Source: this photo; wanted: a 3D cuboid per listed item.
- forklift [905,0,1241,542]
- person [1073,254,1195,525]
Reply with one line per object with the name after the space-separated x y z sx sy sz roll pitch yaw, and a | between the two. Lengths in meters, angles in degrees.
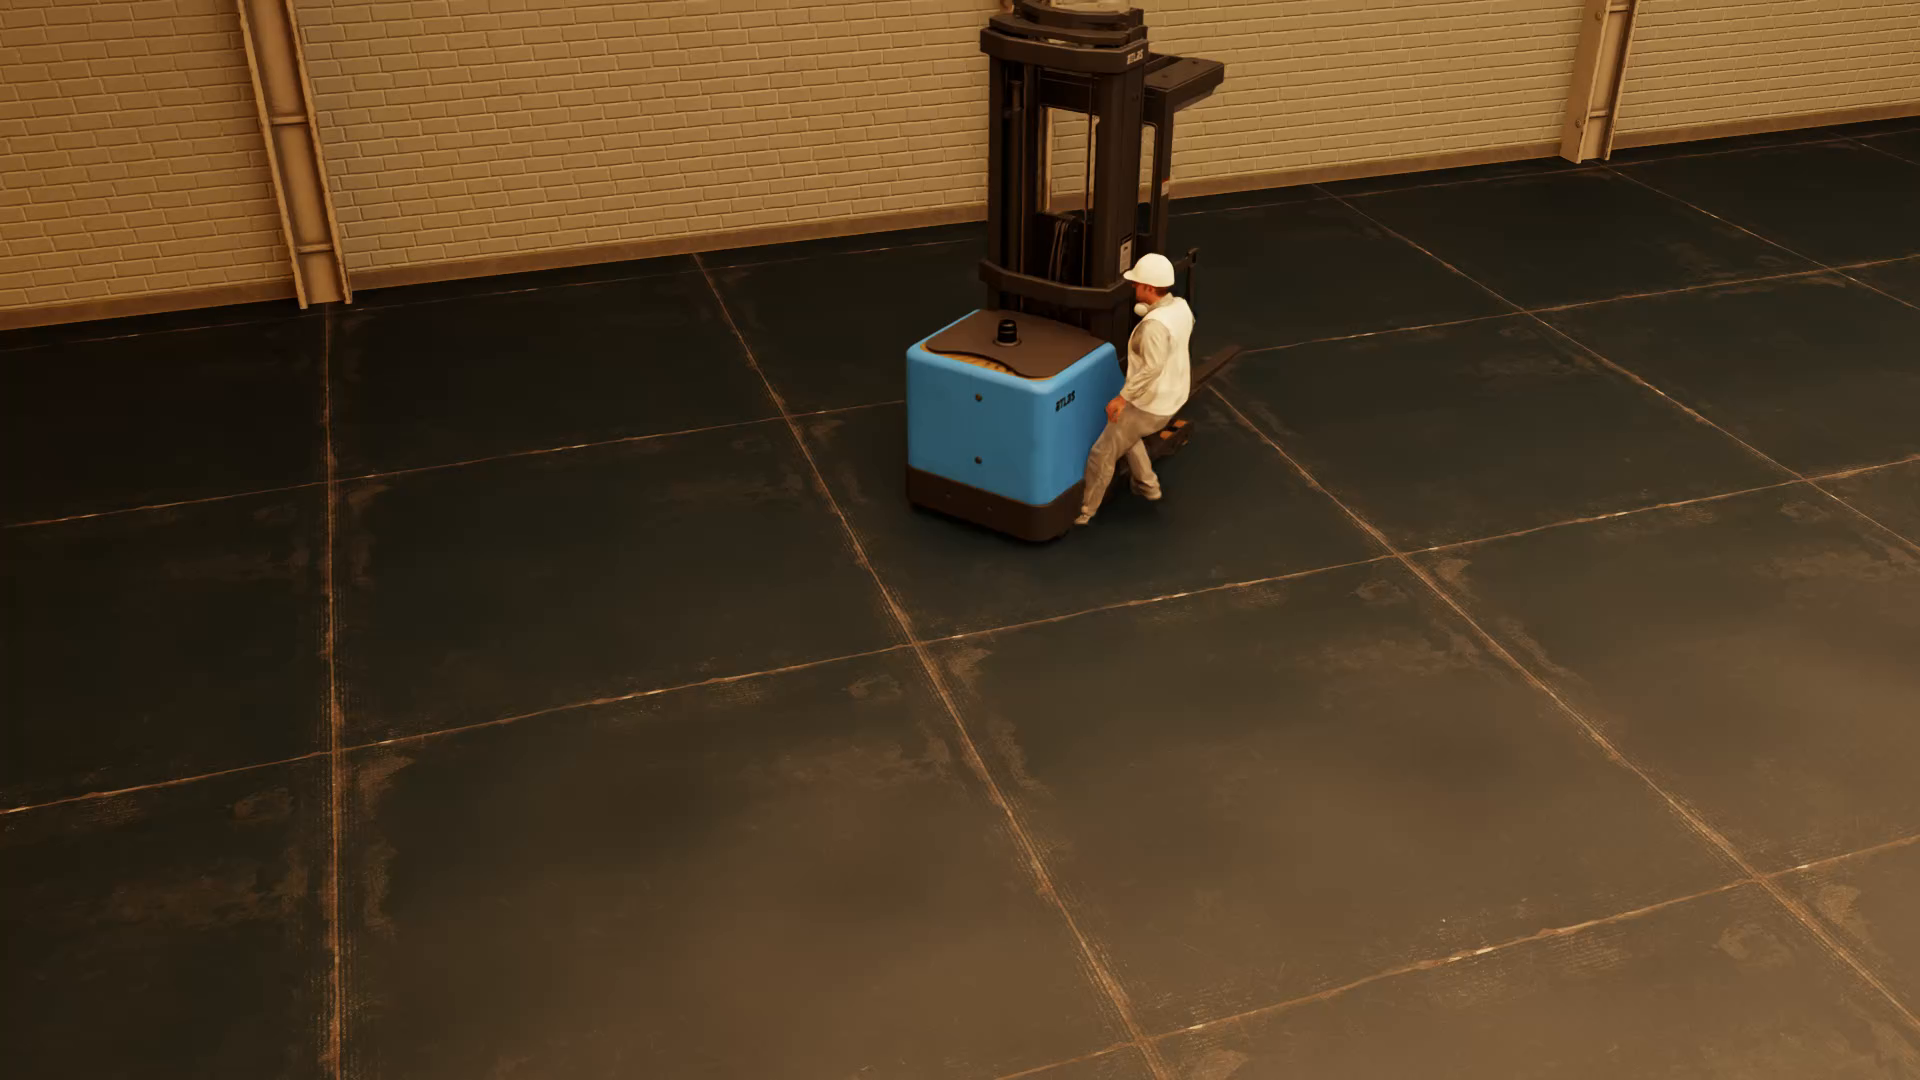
0.906 -1.947 10.472 1.130 2.935 3.031 19 35 29 | forklift
0.978 -0.911 9.924 0.764 1.696 0.948 16 33 25 | person
